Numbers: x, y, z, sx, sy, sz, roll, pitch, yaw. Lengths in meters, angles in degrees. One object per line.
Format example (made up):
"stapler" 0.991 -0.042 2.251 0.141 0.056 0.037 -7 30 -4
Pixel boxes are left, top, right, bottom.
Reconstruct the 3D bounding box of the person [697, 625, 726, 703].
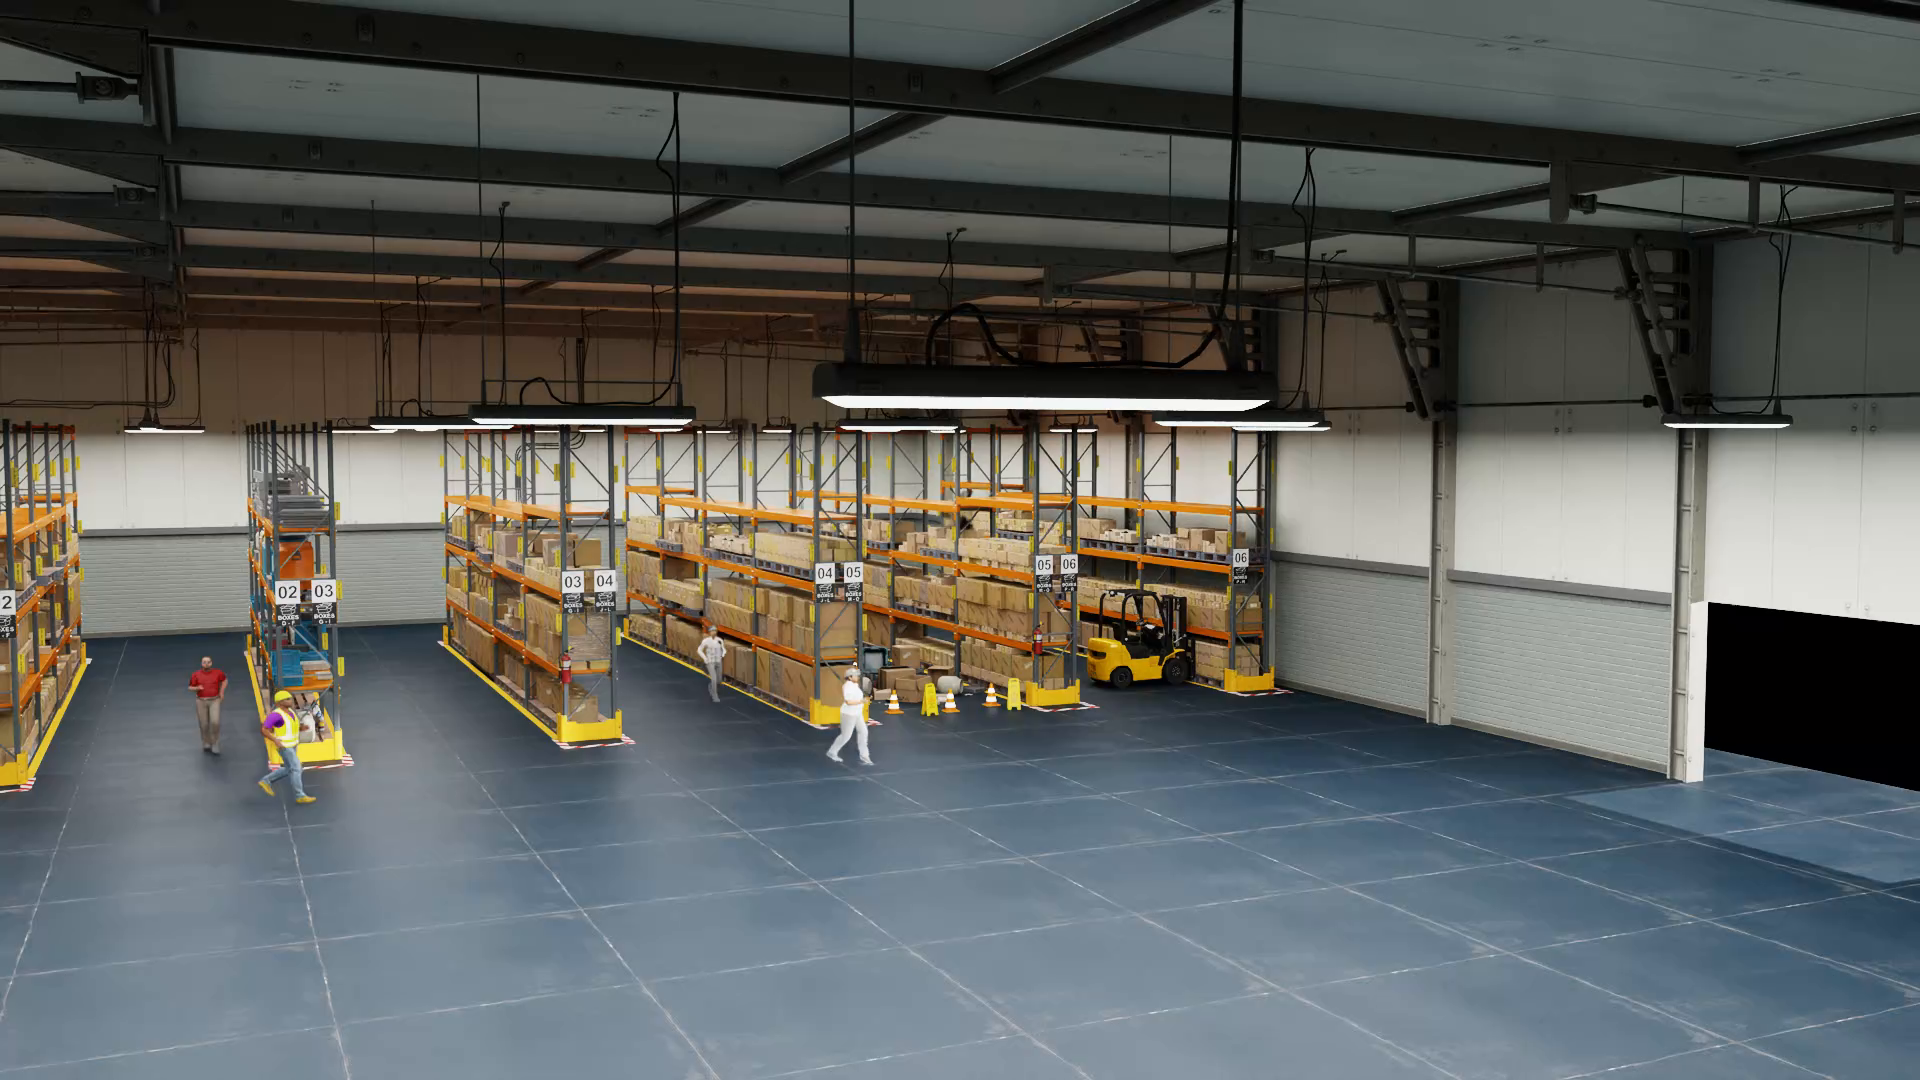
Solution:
"person" -5.333 2.649 35.896 0.625 1.655 0.748 -2 4 -30

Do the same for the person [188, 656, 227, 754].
"person" -13.588 2.994 30.064 0.640 1.781 0.727 -2 4 -23

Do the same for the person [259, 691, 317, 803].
"person" -10.508 3.214 25.911 0.954 1.748 0.711 0 4 1

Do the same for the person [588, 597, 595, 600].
"person" -10.138 2.017 45.872 0.723 1.724 0.570 -1 4 -15

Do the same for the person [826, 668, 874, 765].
"person" -1.921 3.085 28.942 0.816 1.722 0.593 1 4 13
